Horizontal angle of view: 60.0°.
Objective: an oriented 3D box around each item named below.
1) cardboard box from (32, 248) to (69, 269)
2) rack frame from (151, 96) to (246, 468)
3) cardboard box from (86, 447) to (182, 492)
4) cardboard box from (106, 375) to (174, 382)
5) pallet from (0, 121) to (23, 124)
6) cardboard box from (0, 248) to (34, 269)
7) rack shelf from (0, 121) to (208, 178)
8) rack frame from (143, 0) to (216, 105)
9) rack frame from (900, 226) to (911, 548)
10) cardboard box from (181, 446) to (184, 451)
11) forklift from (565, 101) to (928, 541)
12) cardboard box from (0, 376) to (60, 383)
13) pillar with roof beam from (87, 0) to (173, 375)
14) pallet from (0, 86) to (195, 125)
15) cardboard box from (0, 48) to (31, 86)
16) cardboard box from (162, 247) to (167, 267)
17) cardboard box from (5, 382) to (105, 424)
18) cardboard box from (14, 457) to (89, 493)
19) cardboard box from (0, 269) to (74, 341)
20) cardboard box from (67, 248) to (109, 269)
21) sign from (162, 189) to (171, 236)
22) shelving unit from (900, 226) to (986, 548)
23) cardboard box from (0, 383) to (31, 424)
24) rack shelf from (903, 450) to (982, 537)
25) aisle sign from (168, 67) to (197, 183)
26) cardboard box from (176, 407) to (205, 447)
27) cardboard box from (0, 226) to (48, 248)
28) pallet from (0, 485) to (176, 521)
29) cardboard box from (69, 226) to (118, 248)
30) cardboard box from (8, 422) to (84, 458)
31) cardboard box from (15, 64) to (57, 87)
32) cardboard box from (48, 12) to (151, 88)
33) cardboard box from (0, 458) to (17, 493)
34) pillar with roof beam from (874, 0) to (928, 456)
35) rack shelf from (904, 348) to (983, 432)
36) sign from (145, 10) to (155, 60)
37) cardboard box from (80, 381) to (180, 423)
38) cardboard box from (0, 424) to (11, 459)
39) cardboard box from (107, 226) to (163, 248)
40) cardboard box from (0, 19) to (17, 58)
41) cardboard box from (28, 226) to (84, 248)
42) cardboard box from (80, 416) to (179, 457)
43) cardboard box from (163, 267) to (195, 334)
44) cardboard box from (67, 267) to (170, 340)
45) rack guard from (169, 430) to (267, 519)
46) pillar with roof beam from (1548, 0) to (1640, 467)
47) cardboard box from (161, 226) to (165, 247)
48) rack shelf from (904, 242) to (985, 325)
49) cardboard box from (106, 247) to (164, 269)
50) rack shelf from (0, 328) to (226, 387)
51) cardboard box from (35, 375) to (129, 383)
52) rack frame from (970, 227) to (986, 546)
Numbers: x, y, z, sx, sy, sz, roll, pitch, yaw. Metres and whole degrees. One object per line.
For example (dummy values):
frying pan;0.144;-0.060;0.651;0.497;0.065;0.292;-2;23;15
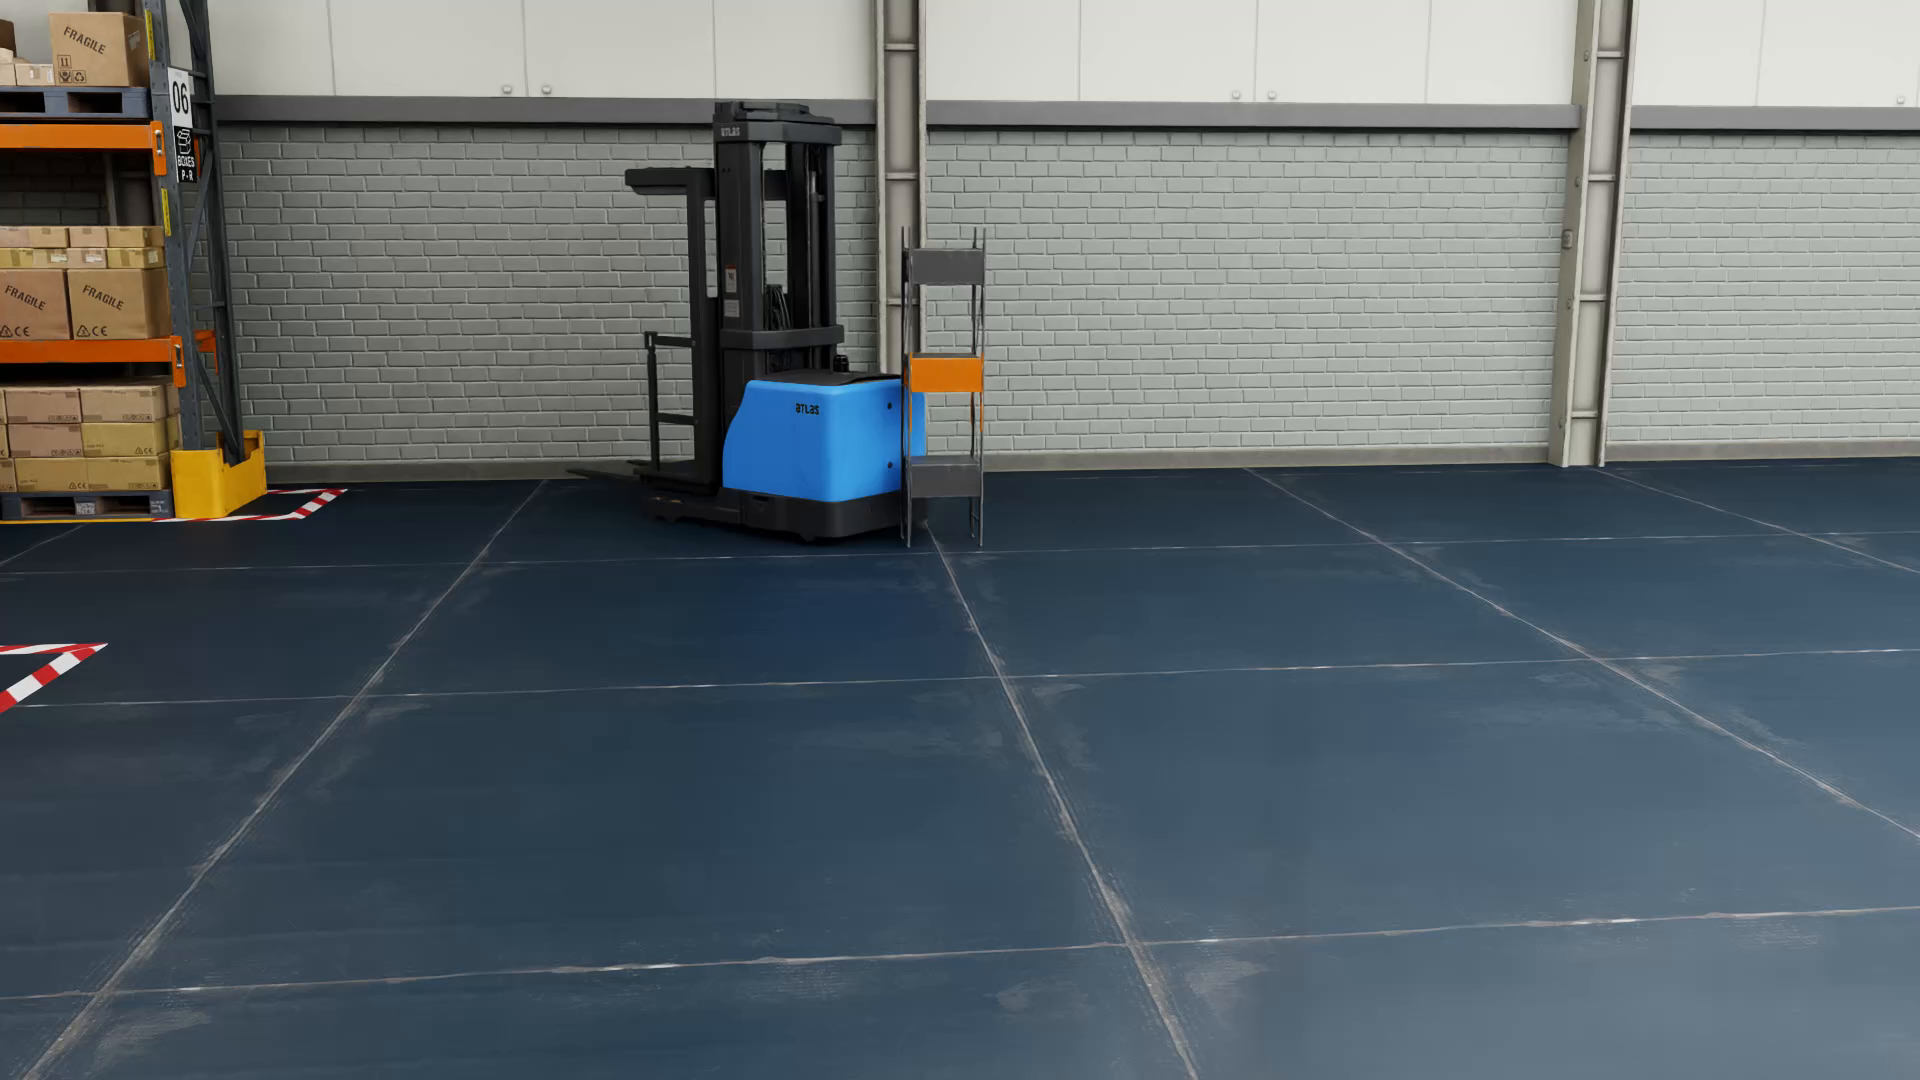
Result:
cardboard box;-6.493;-2.041;12.032;0.250;0.149;0.380;-1;11;-5
rack frame;-5.663;-1.739;12.438;0.127;3.000;1.000;-1;11;-6
cardboard box;-6.096;-0.526;12.304;0.500;0.250;0.500;-1;11;-6
cardboard box;-6.161;-1.113;12.700;0.500;0.250;0.500;-1;11;-7
pallet;-7.584;-3.132;11.975;1.213;0.211;1.003;-1;11;-6
cardboard box;-6.740;-2.038;12.016;0.250;0.149;0.380;-1;11;-6
rack shelf;-7.651;-2.816;12.006;4.000;0.370;1.077;-1;11;-6
rack frame;-5.663;-4.683;11.859;0.127;3.000;1.000;-1;11;-6
rack frame;-0.361;-1.015;11.061;0.015;2.100;0.400;-1;11;-9
cardboard box;-6.172;-0.623;12.801;0.500;0.250;0.500;-1;11;-6
forklift;-1.695;-1.635;12.087;3.031;2.935;1.130;9;14;38
cardboard box;-7.156;-1.093;12.601;0.500;0.250;0.500;-1;11;-6
pillar with roof beam;-5.987;-4.015;8.465;0.400;9.000;9.100;-1;11;-6
pallet;-6.368;-3.158;12.107;1.213;0.211;1.003;-1;11;-6
cardboard box;-6.706;-3.319;11.700;0.258;0.266;0.396;-1;11;-6
cardboard box;-6.028;-2.149;12.583;0.250;0.149;0.380;-1;11;-8
cardboard box;-6.594;-1.005;12.153;0.500;0.250;0.500;-1;11;-5
cardboard box;-6.591;-0.517;12.261;0.500;0.250;0.500;-1;11;-6
cardboard box;-6.640;-1.718;12.074;0.500;0.500;0.500;-1;11;-4
cardboard box;-6.228;-2.034;11.999;0.250;0.149;0.380;-1;11;-5
sign;-5.618;-2.319;11.772;0.005;0.325;0.100;-1;11;-6
shelving unit;-0.120;-1.021;11.100;0.503;2.100;0.431;-1;11;-9
cardboard box;-7.094;-0.993;12.090;0.500;0.250;0.500;-1;11;-5
rack shelf;-0.127;-0.321;11.239;0.480;0.518;0.431;-1;11;-9
aisle sign;-5.566;-2.960;11.907;0.004;0.787;0.394;-1;11;-6
cardboard box;-6.153;-0.871;12.767;0.500;0.250;0.500;-1;11;-5
cardboard box;-6.751;-2.192;12.029;0.250;0.149;0.380;-1;11;-6
pallet;-6.418;-0.347;12.585;1.213;0.211;1.003;-1;11;-6
cardboard box;-6.238;-2.193;12.037;0.250;0.149;0.380;-1;11;-6
cardboard box;-6.613;-0.763;12.215;0.500;0.250;0.500;-1;11;-7
cardboard box;-6.454;-3.267;11.738;0.250;0.149;0.380;-2;11;-8
cardboard box;-6.076;-3.459;11.804;0.500;0.500;0.500;-1;11;-4
cardboard box;-7.089;-0.508;12.217;0.500;0.250;0.500;-1;11;-5
pillar with roof beam;-0.022;-4.140;9.101;0.400;9.000;9.100;-1;11;-6
rack shelf;-0.121;-1.007;11.102;0.480;0.518;0.431;-1;11;-9
sign;-5.618;-3.502;11.540;0.005;0.325;0.100;-1;11;-6
cardboard box;-6.087;-1.017;12.213;0.500;0.250;0.500;-1;11;-4
cardboard box;-7.124;-0.748;12.140;0.500;0.250;0.500;-1;11;-7
cardboard box;-5.996;-2.204;12.093;0.250;0.149;0.380;-1;11;-6
cardboard box;-7.106;-3.457;11.793;0.500;0.500;0.700;-1;11;-6
cardboard box;-6.495;-2.183;11.983;0.250;0.149;0.380;-1;11;-5
cardboard box;-6.113;-0.771;12.258;0.500;0.250;0.500;-1;11;-7
cardboard box;-6.185;-1.831;12.646;0.500;0.500;0.500;-1;11;-4
cardboard box;-6.124;-1.727;12.120;0.500;0.500;0.500;-1;11;-7
rack guard;-5.639;-0.513;12.681;0.348;0.500;1.175;-1;11;-6
pillar with roof beam;5.942;-4.265;9.737;0.400;9.000;9.100;-1;11;-6
cardboard box;-6.020;-2.286;12.510;0.250;0.149;0.380;-1;11;-7
rack shelf;-0.114;-1.694;10.966;0.480;0.518;0.431;-1;11;-9
cardboard box;-5.977;-2.045;12.055;0.250;0.149;0.380;-1;11;-5
rack shelf;-7.651;-1.344;12.295;4.000;0.370;1.077;-1;11;-6
cardboard box;-6.657;-1.102;12.643;0.500;0.250;0.500;-1;11;-6
rack frame;0.120;-1.026;11.139;0.015;2.100;0.400;-1;11;-9
